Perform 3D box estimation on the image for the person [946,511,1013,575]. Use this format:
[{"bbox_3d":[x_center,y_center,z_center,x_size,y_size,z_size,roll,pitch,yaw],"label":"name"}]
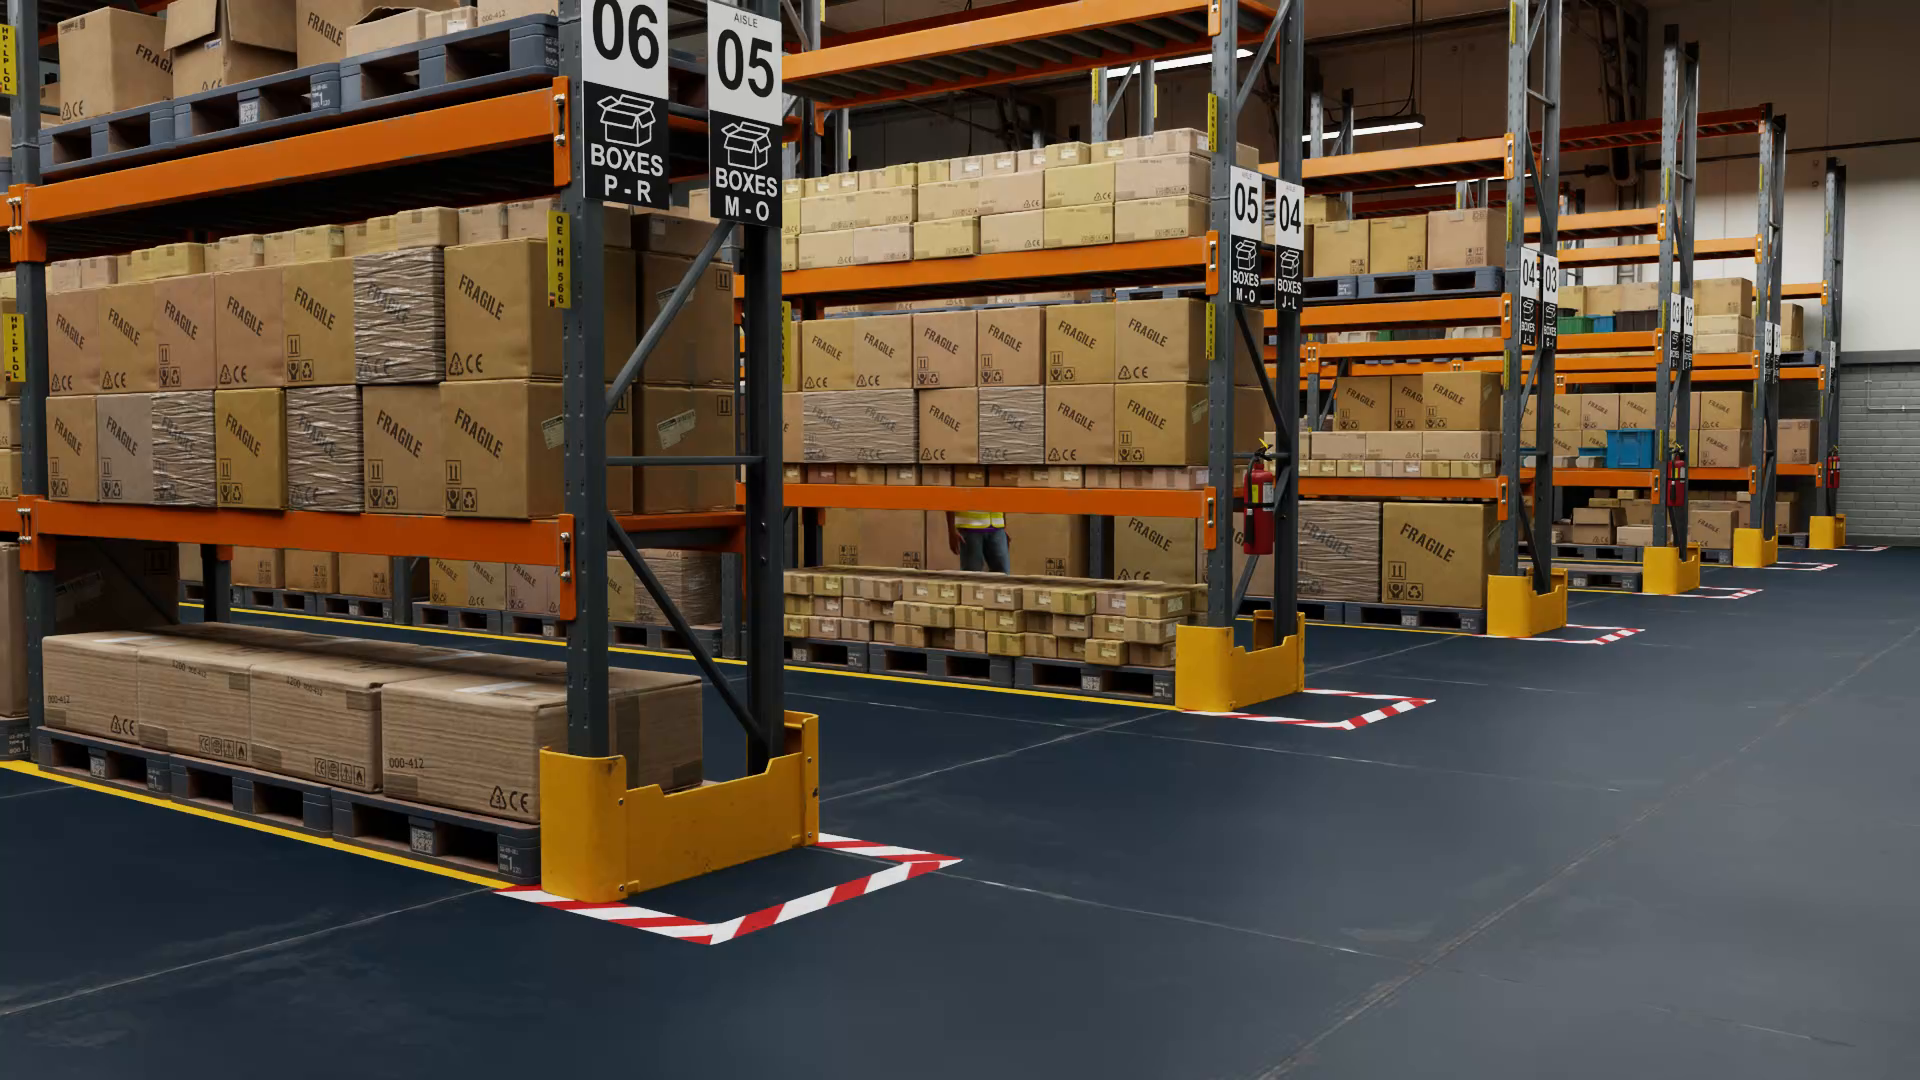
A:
[{"bbox_3d":[0.246,-0.071,13.268,0.621,1.760,0.643,-3,4,-39],"label":"person"}]
